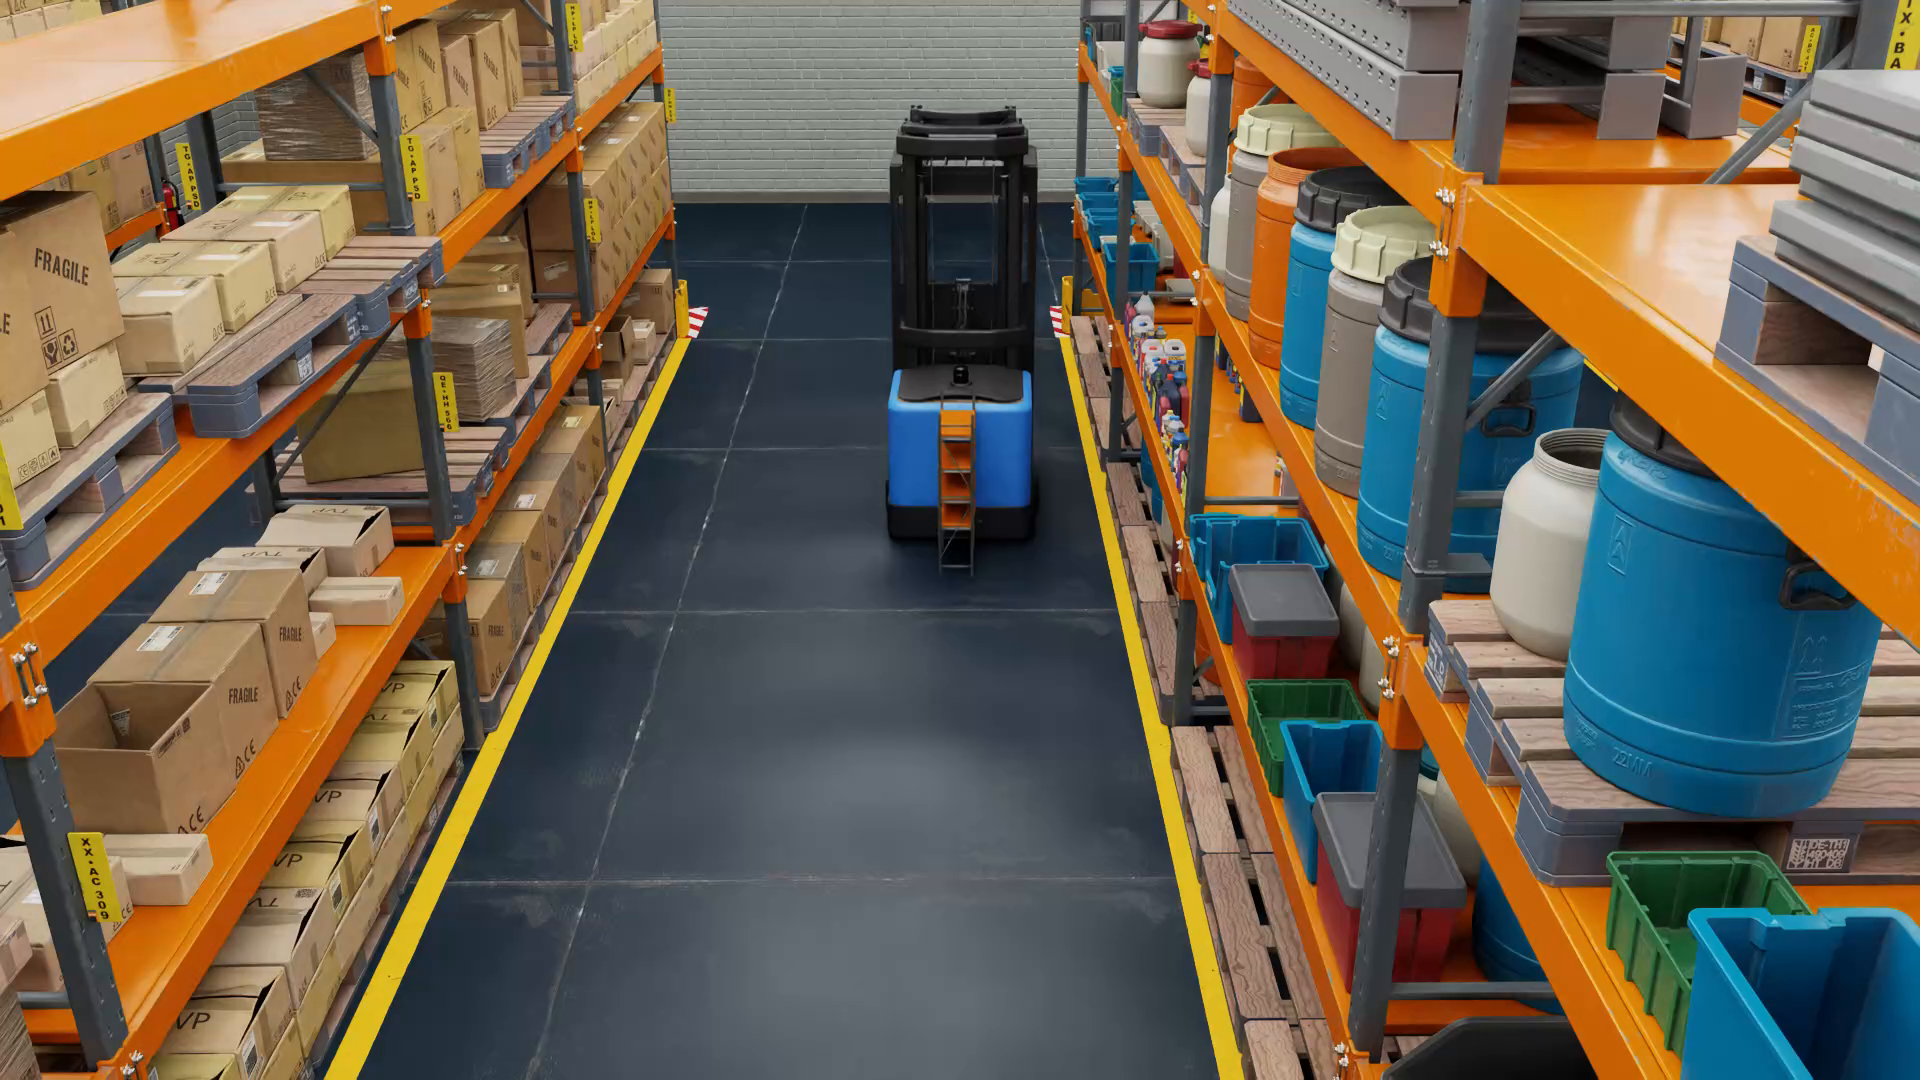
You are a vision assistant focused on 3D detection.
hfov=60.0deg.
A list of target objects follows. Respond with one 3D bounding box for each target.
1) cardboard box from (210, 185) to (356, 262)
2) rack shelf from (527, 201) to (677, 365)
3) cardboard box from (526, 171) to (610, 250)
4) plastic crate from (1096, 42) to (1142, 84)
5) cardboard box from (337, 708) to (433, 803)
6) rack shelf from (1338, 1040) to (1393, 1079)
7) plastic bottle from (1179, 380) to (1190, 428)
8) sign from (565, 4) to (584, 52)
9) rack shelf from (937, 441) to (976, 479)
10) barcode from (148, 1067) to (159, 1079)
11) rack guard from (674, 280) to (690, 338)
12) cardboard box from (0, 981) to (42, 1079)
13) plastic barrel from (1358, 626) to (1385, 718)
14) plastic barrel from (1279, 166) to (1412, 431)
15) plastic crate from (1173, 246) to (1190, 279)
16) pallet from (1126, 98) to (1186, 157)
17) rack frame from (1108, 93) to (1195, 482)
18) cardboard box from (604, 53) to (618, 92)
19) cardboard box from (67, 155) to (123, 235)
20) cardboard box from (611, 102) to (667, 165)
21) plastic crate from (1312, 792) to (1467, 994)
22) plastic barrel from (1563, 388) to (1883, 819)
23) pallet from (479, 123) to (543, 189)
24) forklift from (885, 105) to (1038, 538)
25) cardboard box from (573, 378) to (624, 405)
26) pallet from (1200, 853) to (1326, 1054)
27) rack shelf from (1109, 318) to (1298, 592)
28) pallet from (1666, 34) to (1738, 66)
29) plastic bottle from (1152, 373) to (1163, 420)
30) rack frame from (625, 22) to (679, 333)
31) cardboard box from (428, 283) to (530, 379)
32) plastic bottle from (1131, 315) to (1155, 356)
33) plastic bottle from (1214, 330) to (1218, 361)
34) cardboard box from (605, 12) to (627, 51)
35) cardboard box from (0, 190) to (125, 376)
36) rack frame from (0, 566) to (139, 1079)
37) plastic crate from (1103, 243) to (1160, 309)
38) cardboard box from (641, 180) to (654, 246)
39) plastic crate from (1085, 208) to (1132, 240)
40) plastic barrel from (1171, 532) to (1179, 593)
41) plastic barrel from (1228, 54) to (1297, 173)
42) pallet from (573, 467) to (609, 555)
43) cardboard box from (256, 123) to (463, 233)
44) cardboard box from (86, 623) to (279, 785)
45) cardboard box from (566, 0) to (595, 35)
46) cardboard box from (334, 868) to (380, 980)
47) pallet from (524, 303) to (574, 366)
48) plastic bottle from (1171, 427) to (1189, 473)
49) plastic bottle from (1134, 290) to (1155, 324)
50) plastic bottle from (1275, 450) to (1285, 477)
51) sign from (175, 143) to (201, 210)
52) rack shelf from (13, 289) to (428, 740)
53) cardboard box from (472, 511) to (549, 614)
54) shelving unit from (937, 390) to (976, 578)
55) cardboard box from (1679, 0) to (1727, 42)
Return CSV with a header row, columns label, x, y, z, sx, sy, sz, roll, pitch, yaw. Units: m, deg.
label,x,y,z,sx,sy,sz,roll,pitch,yaw
cardboard box,-3.173,-1.487,7.814,0.500,0.250,0.500,-2,24,-4
rack shelf,-3.299,-2.329,14.516,1.077,0.370,4.000,0,24,-1
cardboard box,-3.001,-2.529,12.751,0.500,0.500,0.500,0,24,1
plastic crate,1.348,-3.900,13.620,0.437,0.282,0.530,0,24,-1
cardboard box,-2.970,1.050,8.317,0.500,0.311,0.500,-1,24,-1
rack shelf,1.785,2.595,3.629,1.077,0.370,4.000,0,24,-1
plastic bottle,1.418,-0.865,10.546,0.061,0.283,0.133,0,24,-1
sign,-2.723,-3.618,11.748,0.100,0.325,0.005,0,24,-1
rack shelf,-0.021,-0.532,11.473,0.258,0.148,0.480,1,24,1
barcode,-2.777,1.858,5.720,0.001,0.075,0.075,0,24,-1
rack guard,-3.320,-2.311,16.636,1.175,0.500,0.348,0,24,-1
cardboard box,-3.179,1.601,4.832,0.700,0.500,0.500,-1,24,-2
plastic barrel,1.959,0.505,7.211,0.433,0.535,0.433,0,24,0
plastic barrel,1.526,-0.900,6.234,0.600,0.901,0.708,0,24,-1
plastic crate,1.917,-2.279,13.382,0.402,0.464,0.583,0,24,-1
pallet,1.782,-2.811,11.299,1.213,0.211,1.003,0,24,-1
rack frame,1.676,-1.853,12.591,1.000,3.000,0.127,0,24,-1
cardboard box,-3.041,-3.745,13.315,0.500,0.250,0.500,0,24,-1
cardboard box,-8.240,-3.084,14.948,0.980,0.700,0.700,0,24,-1
cardboard box,-3.041,-3.800,15.560,0.500,0.500,0.500,0,24,-1
plastic crate,1.452,1.216,5.727,0.402,0.464,0.583,0,24,-1
plastic barrel,1.667,0.067,3.587,0.600,0.901,0.708,0,24,-1
pallet,-3.326,-2.417,10.426,1.213,0.211,1.003,0,24,-1
forklift,0.033,-1.911,12.802,1.130,2.935,3.031,1,24,1
cardboard box,-3.085,-1.273,14.211,0.380,0.166,0.250,0,24,-1
pallet,1.699,1.886,7.707,1.003,0.211,1.213,0,24,-1
rack shelf,1.697,-0.701,10.917,1.077,0.370,4.000,0,24,-1
pallet,6.619,-4.041,13.895,1.003,0.211,1.213,0,24,-1
plastic bottle,1.272,-0.919,10.667,0.061,0.283,0.133,0,24,-1
rack frame,-3.321,-3.481,16.190,1.000,3.000,0.127,0,24,-1
cardboard box,-3.196,-1.342,10.829,0.700,0.500,0.500,-6,25,-14
plastic bottle,1.304,-1.454,11.858,0.152,0.276,0.135,0,24,-1
plastic bottle,1.869,-1.453,11.766,0.144,0.351,0.185,0,24,-1
cardboard box,-3.041,-4.178,13.667,0.500,0.250,0.500,0,24,-1
cardboard box,-3.187,-0.856,5.509,0.500,0.500,0.500,2,24,5
rack frame,-3.190,1.464,5.257,1.000,3.000,0.127,0,24,-1
plastic crate,1.329,-2.064,13.004,0.392,0.384,0.575,0,24,-1
cardboard box,-3.035,-2.924,14.837,0.500,0.500,0.500,0,24,0
plastic crate,1.320,-2.807,14.830,0.416,0.233,0.300,0,24,-1
plastic barrel,1.685,0.035,10.832,0.600,0.588,0.708,0,24,-1
plastic barrel,1.716,-2.193,8.671,0.600,0.830,0.708,0,24,-1
pallet,-3.231,-0.227,12.379,1.003,0.211,1.213,0,24,-1
cardboard box,-3.278,-1.986,9.124,0.910,0.500,0.500,0,24,-1
cardboard box,-3.193,0.678,6.872,0.500,0.500,0.500,0,24,0
cardboard box,-3.185,-4.107,12.600,0.700,0.500,0.500,0,24,-1
cardboard box,-2.964,1.724,7.508,0.500,0.250,0.500,0,24,0
pallet,-3.378,-1.415,11.856,1.003,0.211,1.213,0,24,-1
plastic bottle,1.301,-0.534,9.831,0.097,0.271,0.097,0,24,0
plastic bottle,1.356,-1.668,12.241,0.144,0.351,0.185,0,24,-1
plastic bottle,1.908,-0.477,9.789,0.097,0.201,0.097,0,24,0
sign,-3.776,-1.785,8.173,0.100,0.325,0.005,0,24,-1
rack shelf,-3.212,-0.399,6.609,1.077,0.370,4.000,0,24,-1
cardboard box,-2.965,0.143,10.677,0.500,0.500,0.500,-1,24,-1
shelving unit,-0.021,-0.389,11.538,0.258,1.200,0.503,1,24,1
cardboard box,6.584,-4.514,14.081,0.700,0.500,0.500,-2,24,-4
